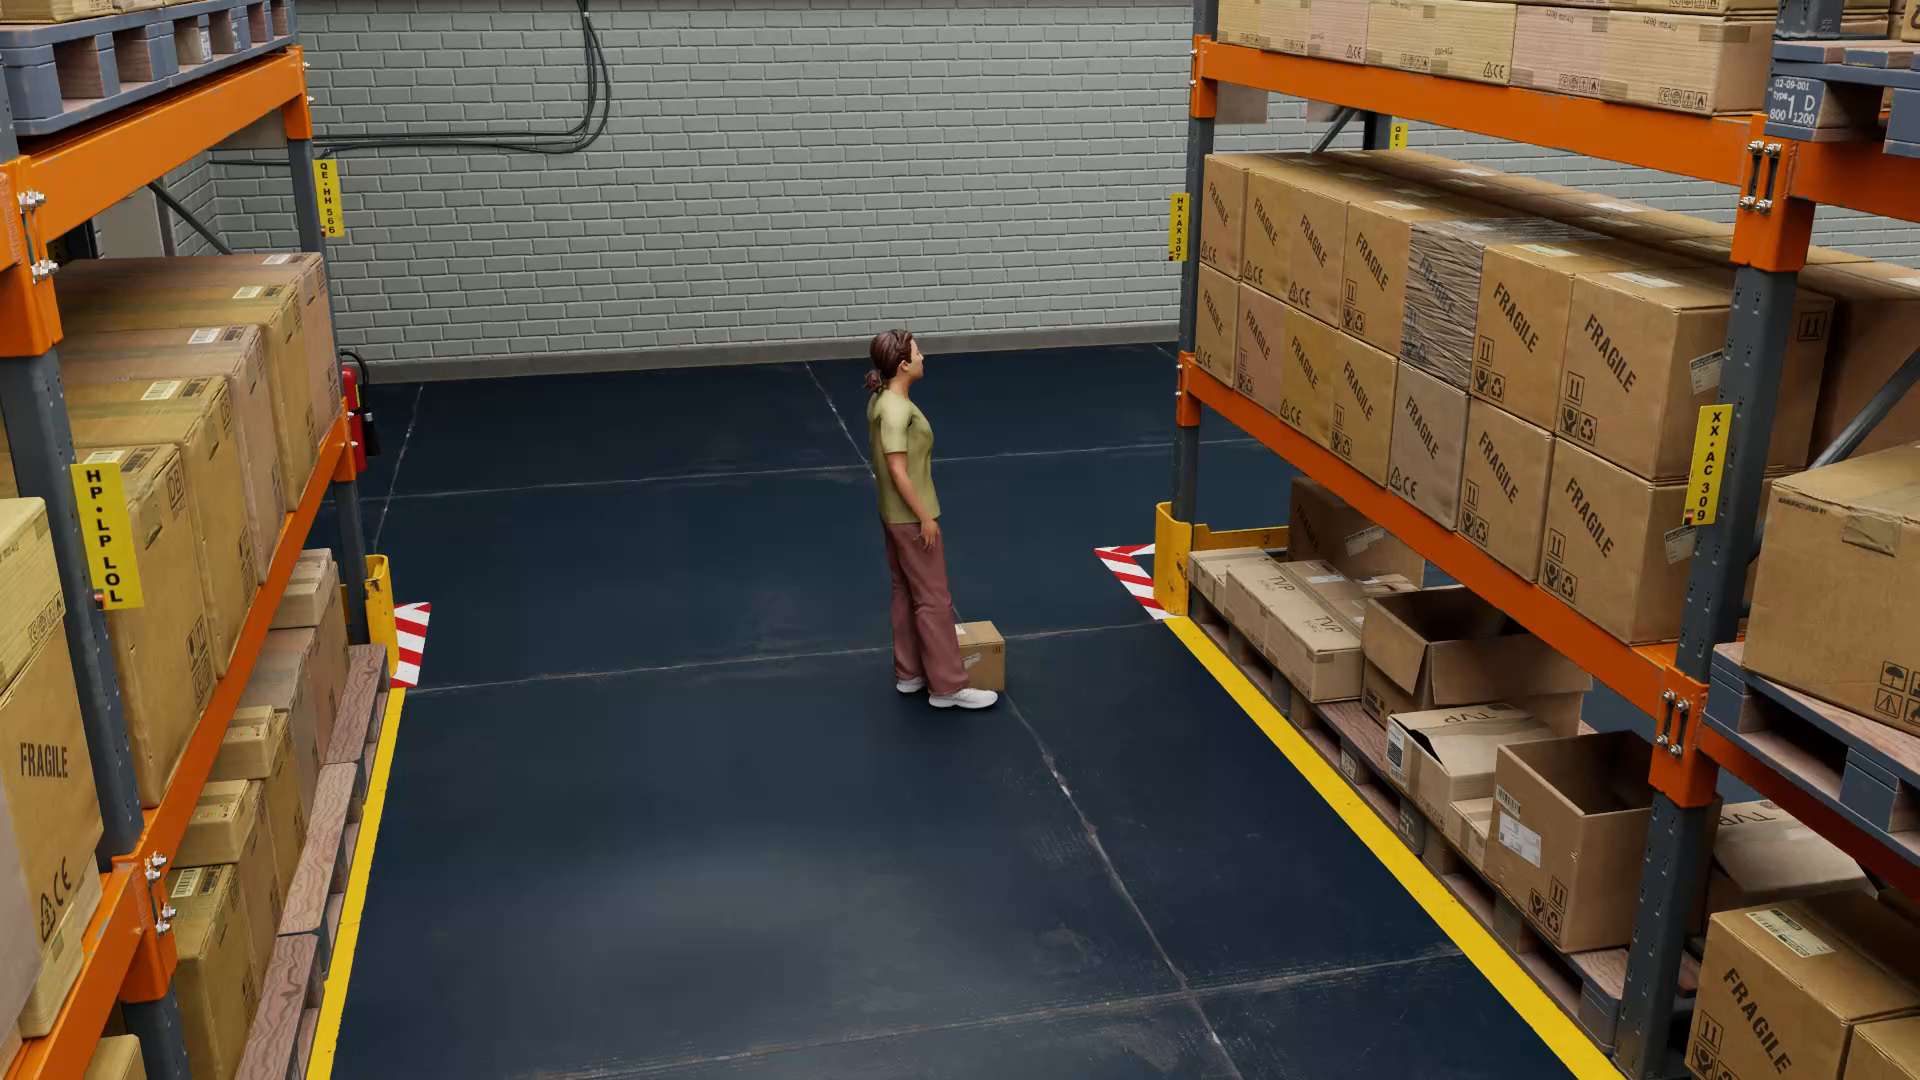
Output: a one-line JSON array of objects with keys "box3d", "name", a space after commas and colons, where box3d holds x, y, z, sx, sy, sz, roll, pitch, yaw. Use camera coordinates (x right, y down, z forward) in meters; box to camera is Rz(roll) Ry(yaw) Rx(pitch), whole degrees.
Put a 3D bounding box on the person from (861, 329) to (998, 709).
[{"box3d": [-0.151, -0.107, 7.344, 0.548, 1.674, 0.552, -5, 20, -12], "name": "person"}]
